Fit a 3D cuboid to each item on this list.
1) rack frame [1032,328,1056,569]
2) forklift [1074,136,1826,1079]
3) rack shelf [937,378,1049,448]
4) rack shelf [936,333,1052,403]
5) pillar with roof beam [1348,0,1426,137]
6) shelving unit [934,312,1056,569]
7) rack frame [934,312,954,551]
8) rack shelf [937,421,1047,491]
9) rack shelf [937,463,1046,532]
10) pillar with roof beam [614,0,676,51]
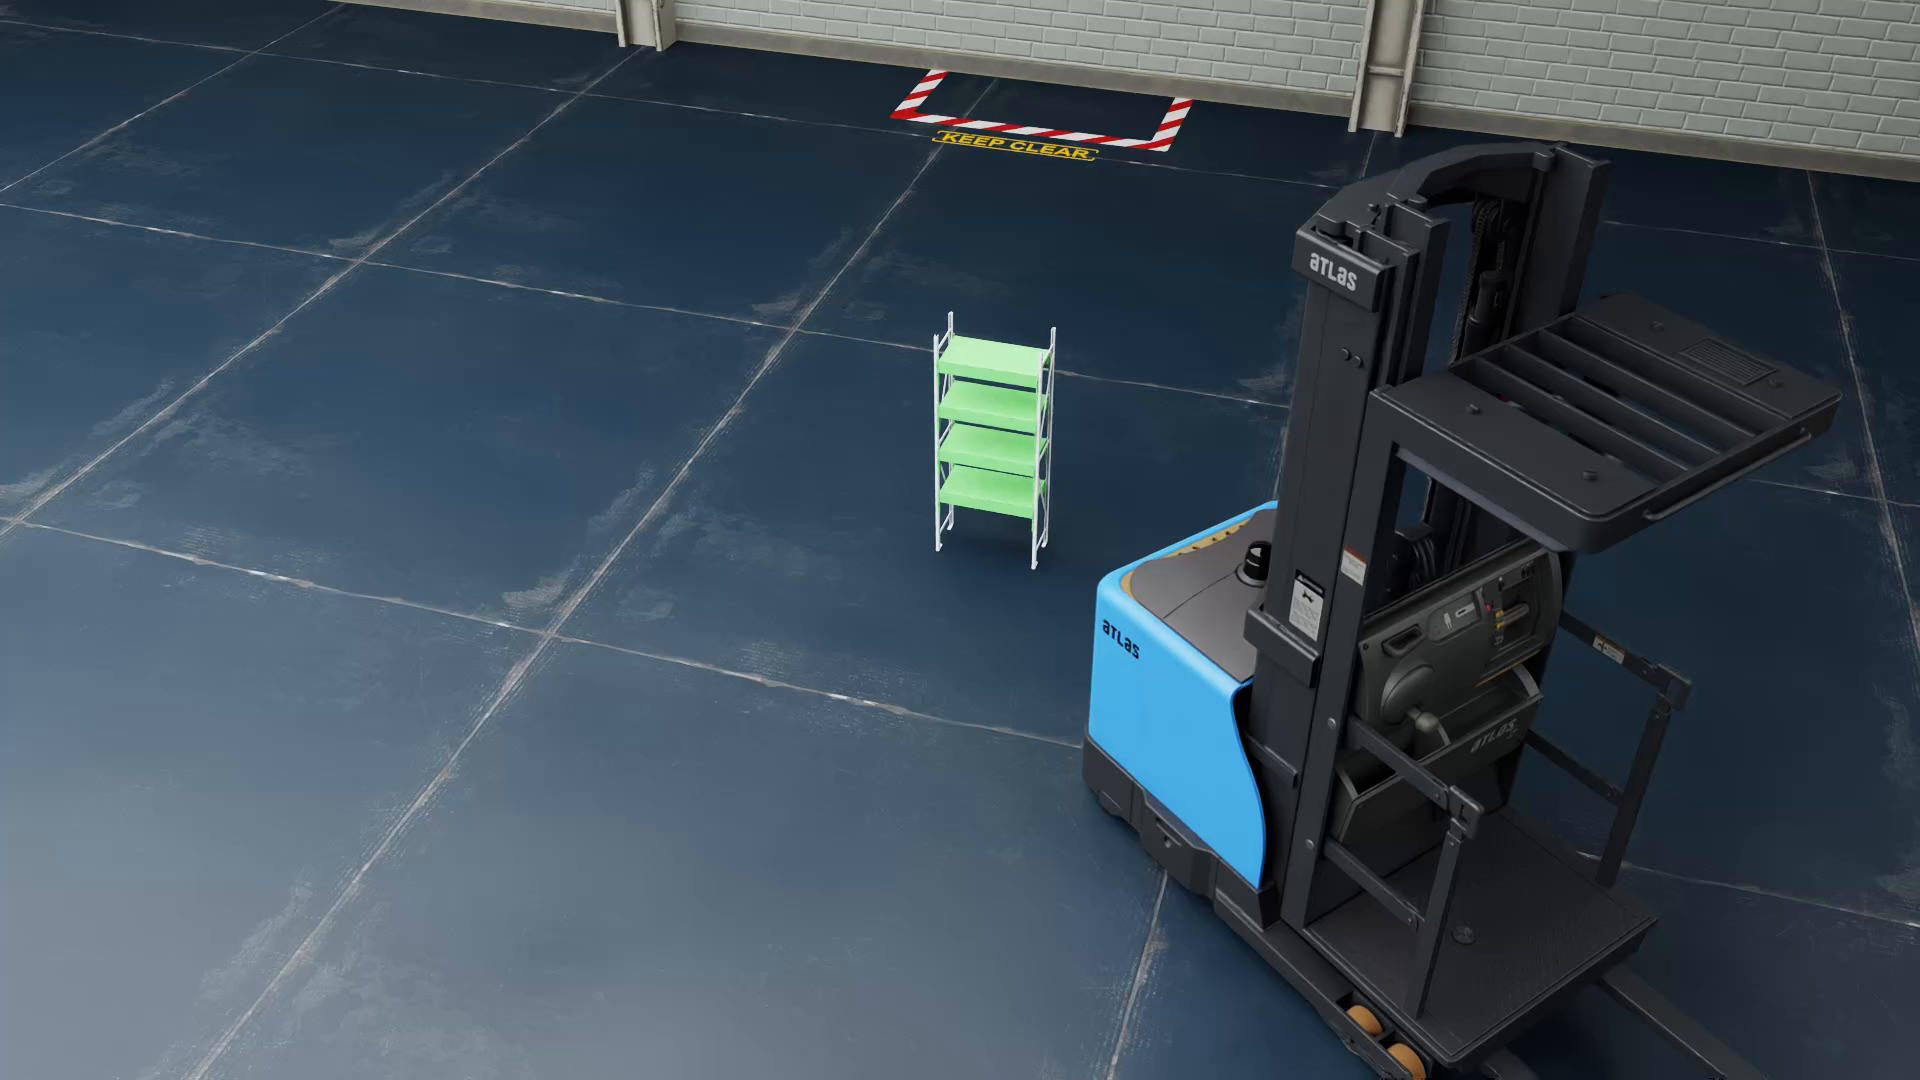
[{"bbox_3d":[0.391,-0.411,7.796,0.015,1.200,0.240,10,38,14],"label":"rack frame"},{"bbox_3d":[1.725,0.356,5.294,1.130,2.935,3.031,-22,42,-27],"label":"forklift"},{"bbox_3d":[0.158,-0.596,7.750,0.480,0.148,0.258,10,38,14],"label":"rack shelf"},{"bbox_3d":[0.158,-0.789,7.608,0.480,0.148,0.258,10,38,14],"label":"rack shelf"},{"bbox_3d":[1.842,-4.286,6.482,0.400,9.000,9.100,10,38,14],"label":"pillar with roof beam"},{"bbox_3d":[0.158,-0.454,7.855,0.503,1.200,0.258,10,38,14],"label":"shelving unit"},{"bbox_3d":[-0.075,-0.497,7.913,0.015,1.200,0.240,10,38,14],"label":"rack frame"},{"bbox_3d":[0.158,-0.402,7.892,0.480,0.148,0.258,10,38,14],"label":"rack shelf"},{"bbox_3d":[0.158,-0.209,8.035,0.480,0.148,0.258,10,38,14],"label":"rack shelf"},{"bbox_3d":[-3.885,-5.346,7.923,0.400,9.000,9.100,10,38,14],"label":"pillar with roof beam"}]
